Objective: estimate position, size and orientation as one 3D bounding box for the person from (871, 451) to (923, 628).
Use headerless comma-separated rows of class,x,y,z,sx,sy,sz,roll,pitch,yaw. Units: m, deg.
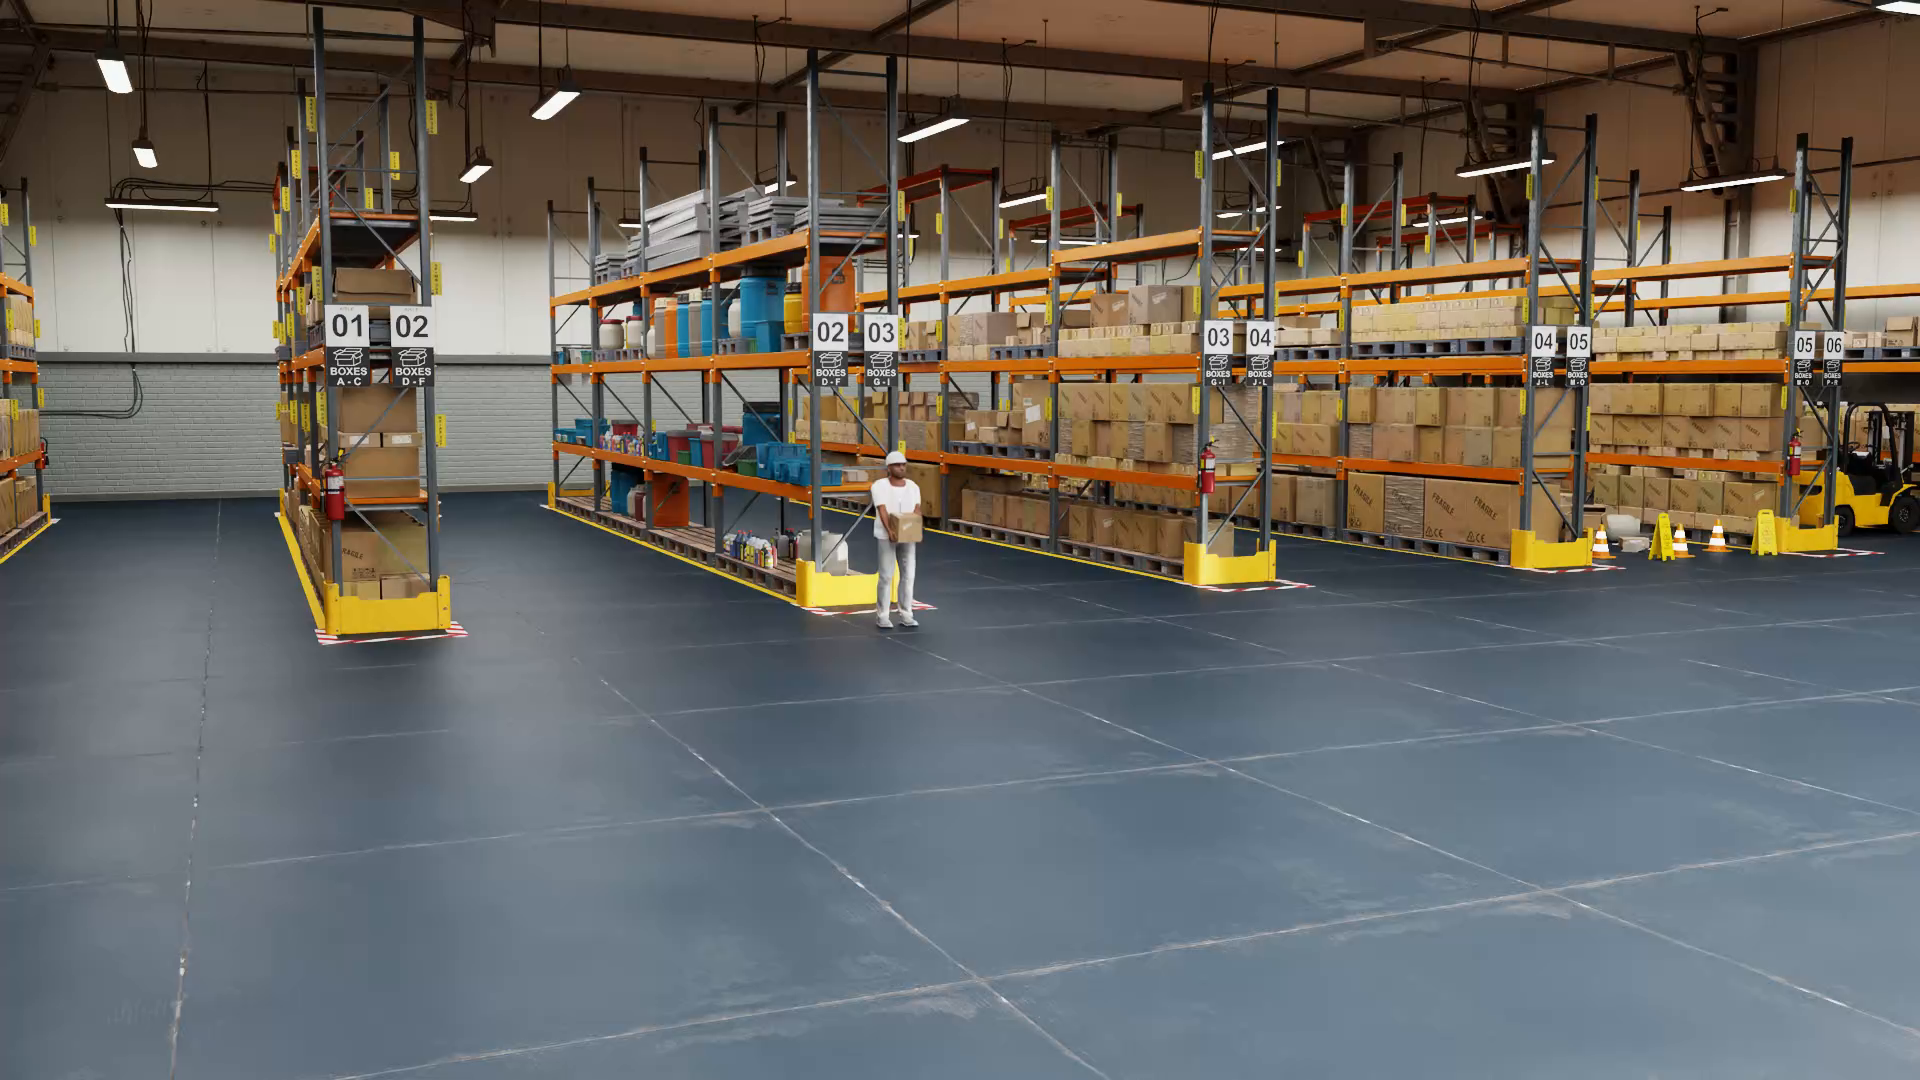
person,-0.598,-0.002,16.668,0.505,1.763,0.559,-2,6,-24
